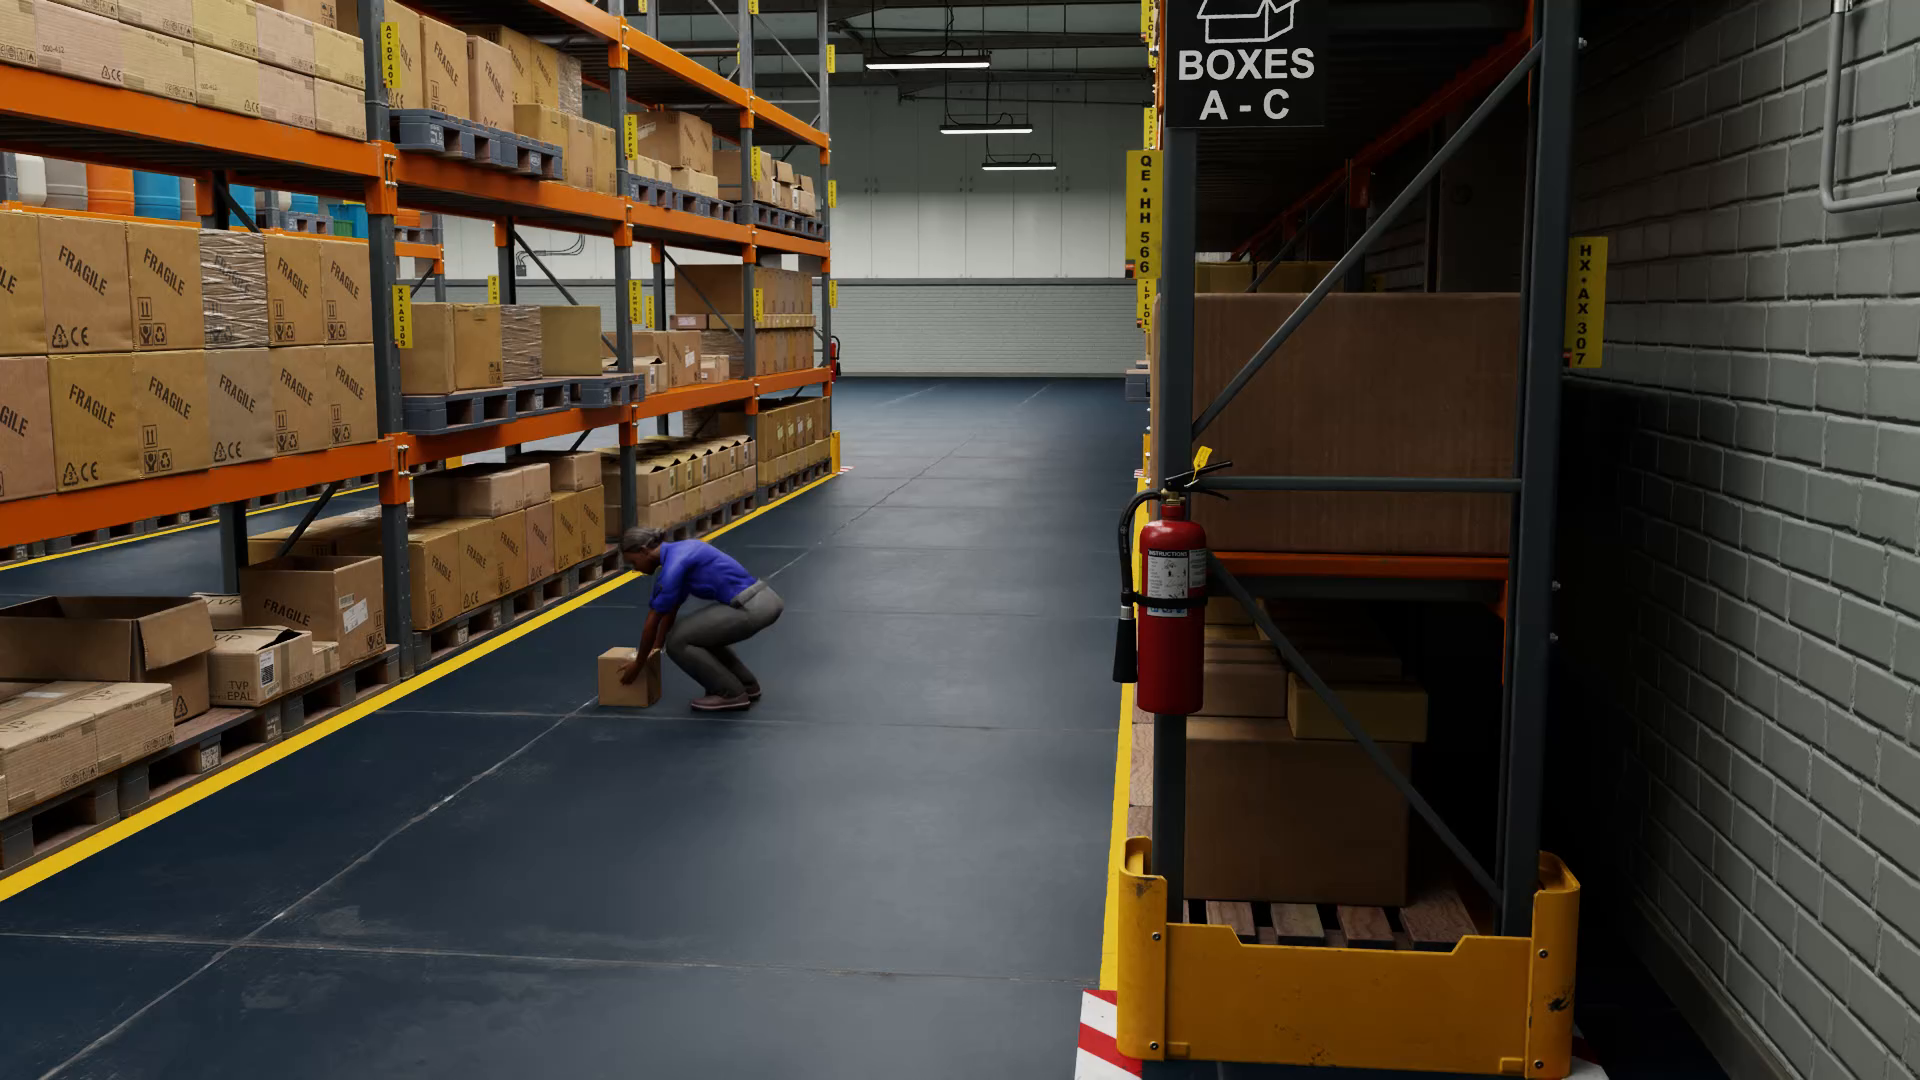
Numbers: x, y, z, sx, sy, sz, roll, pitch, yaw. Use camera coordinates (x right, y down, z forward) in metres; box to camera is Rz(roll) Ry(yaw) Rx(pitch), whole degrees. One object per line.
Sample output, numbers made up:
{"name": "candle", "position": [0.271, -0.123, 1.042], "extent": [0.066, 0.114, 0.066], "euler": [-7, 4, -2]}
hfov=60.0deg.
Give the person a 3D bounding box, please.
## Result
{"name": "person", "position": [-1.376, 0.207, 8.327], "extent": [0.824, 1.253, 0.410], "euler": [1, 8, 5]}
